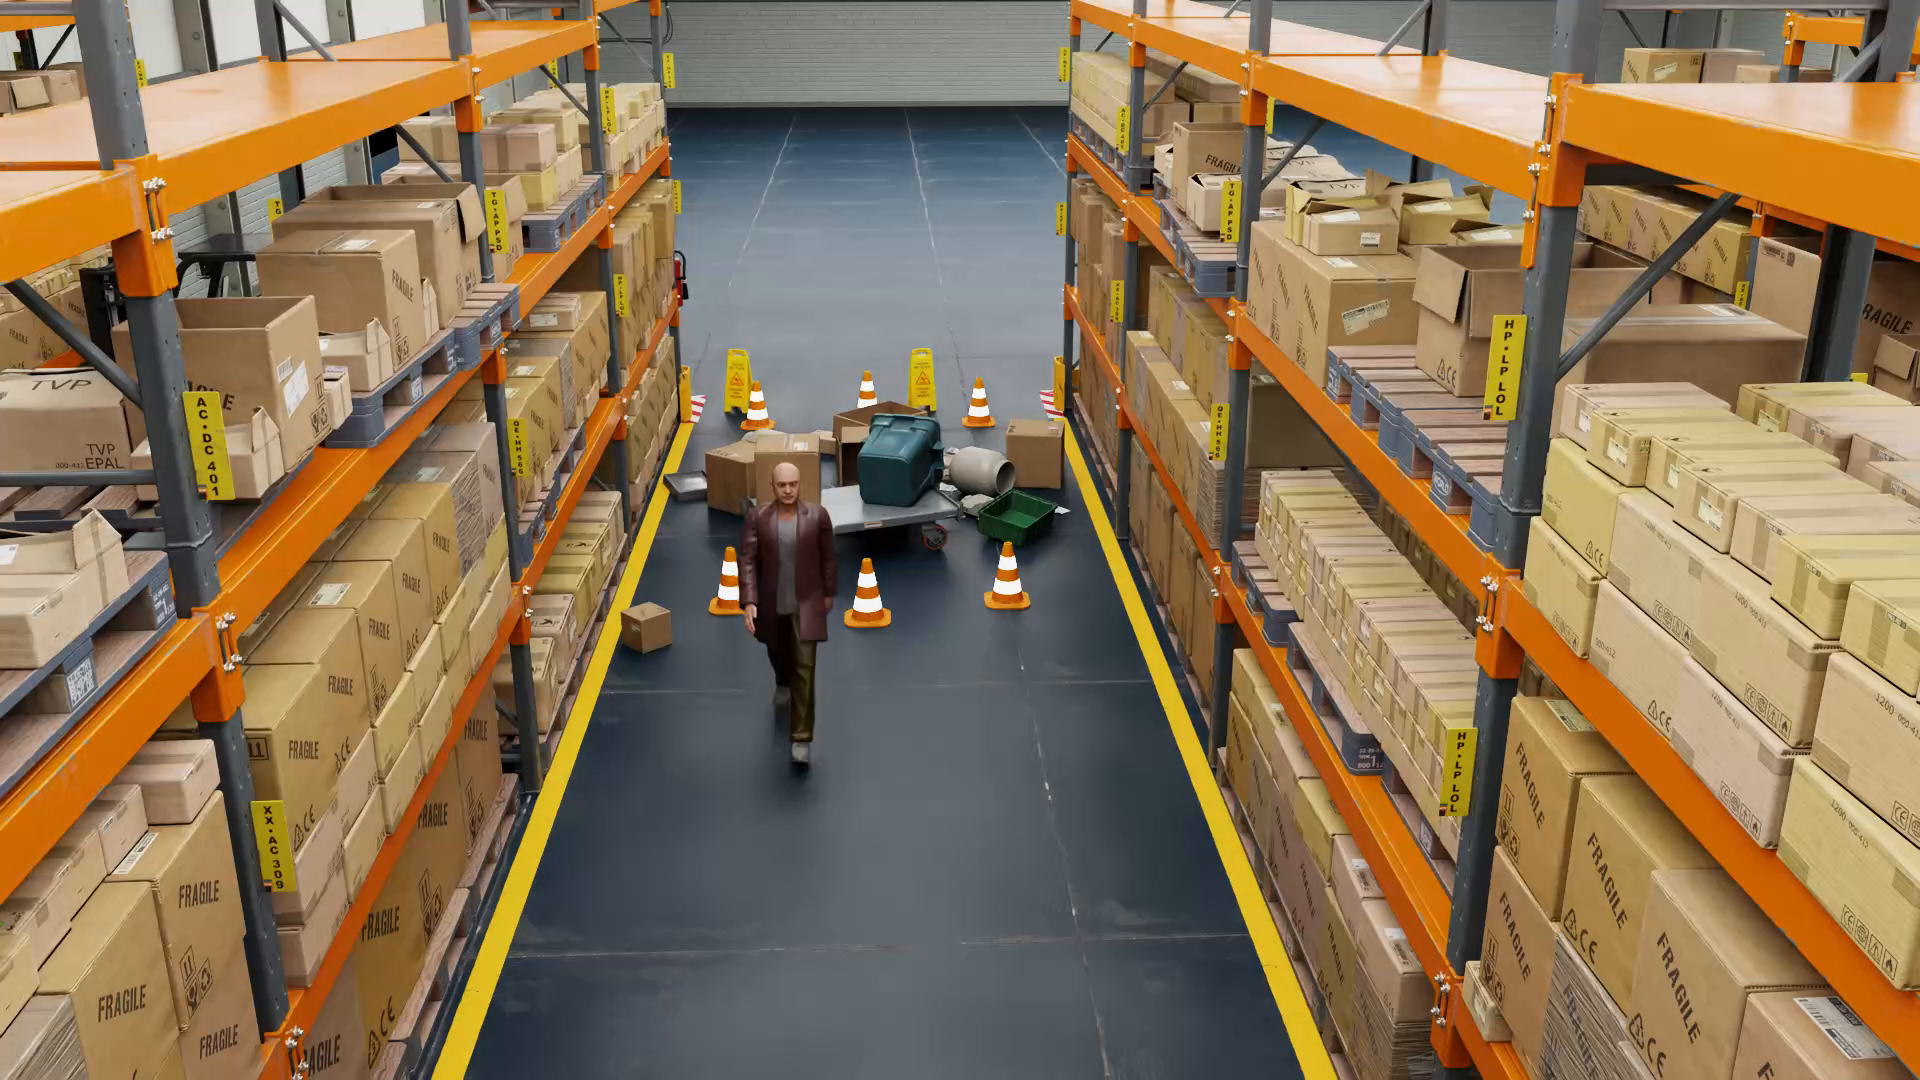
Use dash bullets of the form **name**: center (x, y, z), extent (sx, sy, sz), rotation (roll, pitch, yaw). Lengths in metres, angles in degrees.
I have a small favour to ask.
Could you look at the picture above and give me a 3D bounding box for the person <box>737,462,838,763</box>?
- **person**: center (-1.049, 0.381, 10.066), extent (0.583, 1.720, 1.161), rotation (0, 20, 0)
